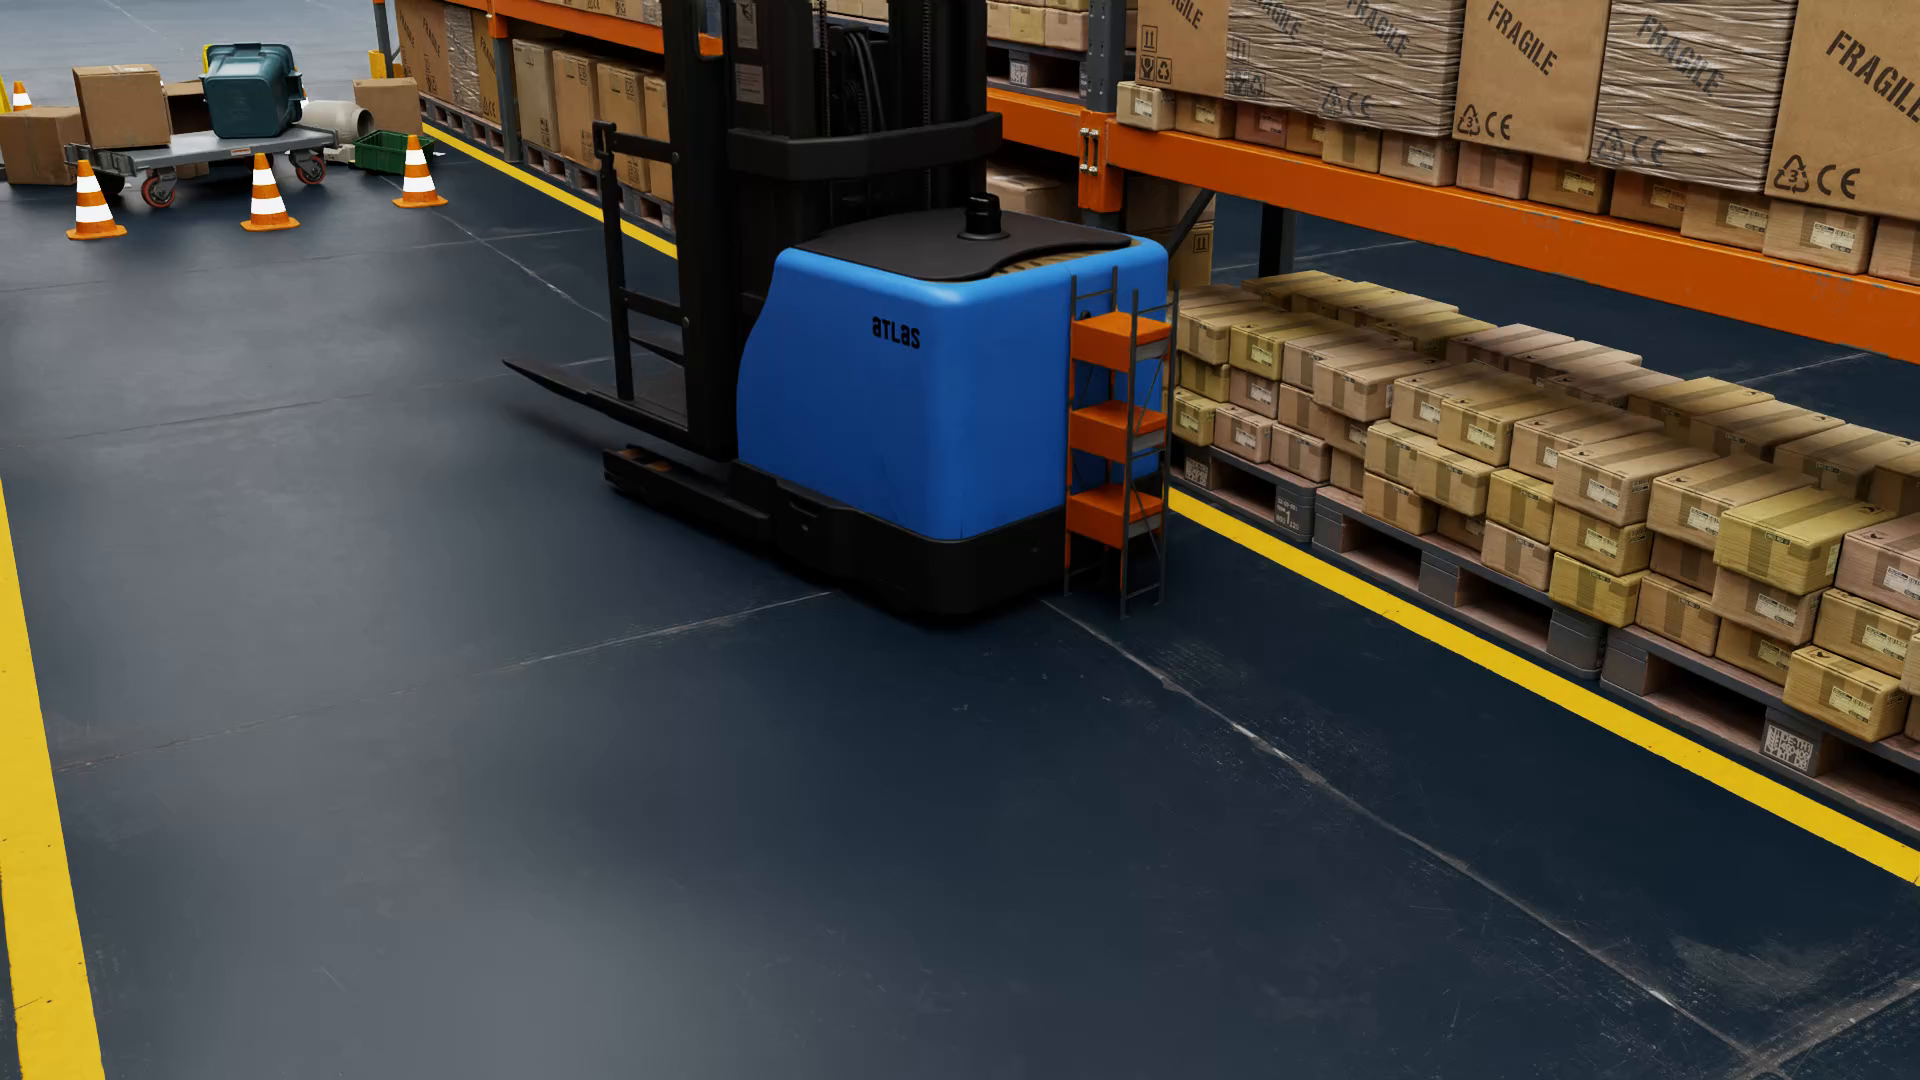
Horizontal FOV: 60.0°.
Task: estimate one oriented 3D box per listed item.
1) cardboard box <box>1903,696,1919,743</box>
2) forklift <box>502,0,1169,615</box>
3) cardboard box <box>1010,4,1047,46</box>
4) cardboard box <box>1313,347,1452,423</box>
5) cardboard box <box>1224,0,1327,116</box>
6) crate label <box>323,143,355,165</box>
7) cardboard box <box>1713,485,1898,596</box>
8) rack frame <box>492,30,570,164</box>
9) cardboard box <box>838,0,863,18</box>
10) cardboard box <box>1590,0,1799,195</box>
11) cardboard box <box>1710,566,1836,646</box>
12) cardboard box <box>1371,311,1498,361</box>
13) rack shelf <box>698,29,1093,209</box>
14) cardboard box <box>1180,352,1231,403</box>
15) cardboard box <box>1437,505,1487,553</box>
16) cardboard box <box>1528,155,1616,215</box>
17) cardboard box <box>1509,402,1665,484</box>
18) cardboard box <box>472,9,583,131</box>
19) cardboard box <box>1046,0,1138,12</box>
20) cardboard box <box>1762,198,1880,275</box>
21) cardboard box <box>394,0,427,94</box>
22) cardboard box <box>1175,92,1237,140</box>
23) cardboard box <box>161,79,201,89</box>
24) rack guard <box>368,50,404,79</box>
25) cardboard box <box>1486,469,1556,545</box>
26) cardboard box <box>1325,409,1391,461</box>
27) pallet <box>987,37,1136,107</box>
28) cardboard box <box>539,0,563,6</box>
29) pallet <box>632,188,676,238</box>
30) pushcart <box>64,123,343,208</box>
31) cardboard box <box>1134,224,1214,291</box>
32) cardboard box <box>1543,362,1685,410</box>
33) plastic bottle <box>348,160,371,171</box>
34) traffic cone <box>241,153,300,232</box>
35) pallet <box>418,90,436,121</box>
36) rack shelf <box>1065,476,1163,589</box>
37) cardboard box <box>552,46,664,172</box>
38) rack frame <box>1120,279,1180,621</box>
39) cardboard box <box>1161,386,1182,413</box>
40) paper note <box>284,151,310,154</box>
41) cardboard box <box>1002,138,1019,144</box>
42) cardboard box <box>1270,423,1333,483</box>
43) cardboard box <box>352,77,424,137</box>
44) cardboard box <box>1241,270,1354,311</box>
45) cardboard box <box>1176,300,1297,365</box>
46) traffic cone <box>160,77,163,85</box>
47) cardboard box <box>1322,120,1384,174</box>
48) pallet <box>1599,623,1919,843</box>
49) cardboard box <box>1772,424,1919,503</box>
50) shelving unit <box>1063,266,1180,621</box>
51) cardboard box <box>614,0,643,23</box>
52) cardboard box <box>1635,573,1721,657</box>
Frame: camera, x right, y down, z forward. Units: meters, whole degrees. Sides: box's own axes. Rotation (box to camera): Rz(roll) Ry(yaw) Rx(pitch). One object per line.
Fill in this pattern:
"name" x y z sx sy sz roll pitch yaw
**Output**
"cardboard box" 2.532 0.416 4.032 0.380 0.149 0.250 -12 25 -27
"forklift" -0.689 -1.598 5.849 1.130 2.935 3.031 -19 29 -39
"cardboard box" 0.431 -2.127 6.837 0.380 0.149 0.250 -12 25 -28
"cardboard box" 1.409 -0.521 5.549 0.380 0.149 0.250 -12 25 -27
"cardboard box" 1.232 -1.691 5.460 0.500 0.500 0.500 -13 25 -28
"crate label" -4.868 -3.046 13.124 0.250 0.136 0.298 8 23 18
"cardboard box" 2.172 -0.003 4.274 0.380 0.149 0.250 -13 26 -29
"rack frame" -3.149 -4.464 12.811 1.000 3.000 0.127 -13 25 -28
"cardboard box" -0.372 -2.635 8.086 0.380 0.149 0.250 -12 25 -28
"cardboard box" 2.004 -1.190 4.227 0.500 0.500 0.500 -13 25 -28
"cardboard box" 2.198 0.125 4.354 0.380 0.149 0.250 -14 26 -30
"cardboard box" 1.706 -0.705 6.002 0.380 0.149 0.250 -12 25 -27
"rack shelf" -0.085 -2.188 8.168 1.077 0.370 4.000 -13 25 -28
"cardboard box" 1.054 -0.642 6.242 0.380 0.149 0.250 -12 25 -28
"cardboard box" 1.744 -0.086 5.268 0.380 0.149 0.250 -12 25 -27
"cardboard box" 1.839 -1.031 4.698 0.380 0.149 0.250 -12 25 -27
"cardboard box" 1.869 -0.282 4.961 0.380 0.149 0.250 -14 26 -30
"cardboard box" -3.411 -3.891 13.666 0.875 0.875 0.875 -12 25 -27
"cardboard box" 0.564 -2.181 6.575 0.380 0.149 0.250 -12 25 -27
"cardboard box" 2.185 -0.758 4.027 0.380 0.149 0.250 -12 25 -27
"cardboard box" -4.790 -4.762 15.808 0.875 0.875 0.875 -12 25 -28
"cardboard box" 0.996 -1.534 5.935 0.380 0.149 0.250 -12 25 -27
"cardboard box" -6.323 -3.536 13.843 0.637 0.503 0.797 8 23 18
"rack guard" -5.205 -4.609 16.486 1.175 0.500 0.348 -13 25 -28
"cardboard box" 1.808 -0.127 4.973 0.380 0.149 0.250 -11 25 -26
"cardboard box" 1.465 -0.389 5.618 0.380 0.149 0.250 -11 25 -26
"pallet" 0.672 -2.061 7.153 1.003 0.211 1.213 -13 25 -28
"cardboard box" -2.600 -3.963 11.444 0.500 0.500 0.500 -13 25 -29
"pallet" -1.444 -2.147 10.814 1.003 0.211 1.213 -13 25 -28
"pushcart" -5.419 -2.719 12.000 0.936 0.377 1.648 17 28 36
"cardboard box" 0.788 -1.201 7.545 0.500 0.500 0.500 -12 25 -26
"cardboard box" 2.105 -0.449 5.371 0.380 0.149 0.250 -13 25 -28
"plastic bottle" -4.588 -2.902 12.870 0.283 0.061 0.133 12 25 27
"traffic cone" -4.509 -2.270 10.783 0.336 0.463 0.334 -13 25 -28
"pallet" -4.717 -4.223 15.922 1.003 0.211 1.213 -13 25 -28
"rack shelf" 0.491 -0.026 5.248 0.215 0.259 0.240 -19 29 -39
"cardboard box" -2.266 -3.120 11.933 1.050 0.750 0.750 -13 25 -28
"rack frame" 0.574 -0.260 5.057 0.200 1.050 0.008 -19 29 -39
"cardboard box" 0.847 -0.569 6.455 0.380 0.149 0.250 -14 26 -31
"paper note" -5.416 -3.173 13.587 0.172 0.023 0.155 -4 22 -10
"cardboard box" 0.256 -1.886 8.234 0.500 0.250 0.500 -12 25 -26
"cardboard box" 1.327 -0.339 5.891 0.380 0.149 0.250 -13 26 -29
"cardboard box" -4.825 -3.612 14.031 0.500 0.500 0.500 -8 23 -19
"cardboard box" 1.343 -0.959 6.625 0.380 0.149 0.250 -12 25 -27
"cardboard box" 1.025 -0.772 6.165 0.380 0.149 0.250 -11 25 -26
"traffic cone" -7.287 -4.031 15.115 0.336 0.463 0.334 -13 25 -28
"cardboard box" 1.384 -1.274 5.297 0.380 0.149 0.250 -12 25 -27
"pallet" 2.557 0.418 4.503 1.003 0.211 1.213 -13 25 -28
"cardboard box" 2.544 -0.201 4.760 0.380 0.149 0.250 -14 26 -31
"shelving unit" 0.491 -0.294 5.140 0.215 1.050 0.252 -19 29 -39
"cardboard box" -1.821 -3.471 10.236 0.500 0.500 0.500 -13 25 -28
"cardboard box" 2.115 0.173 4.630 0.380 0.149 0.250 -12 25 -28
